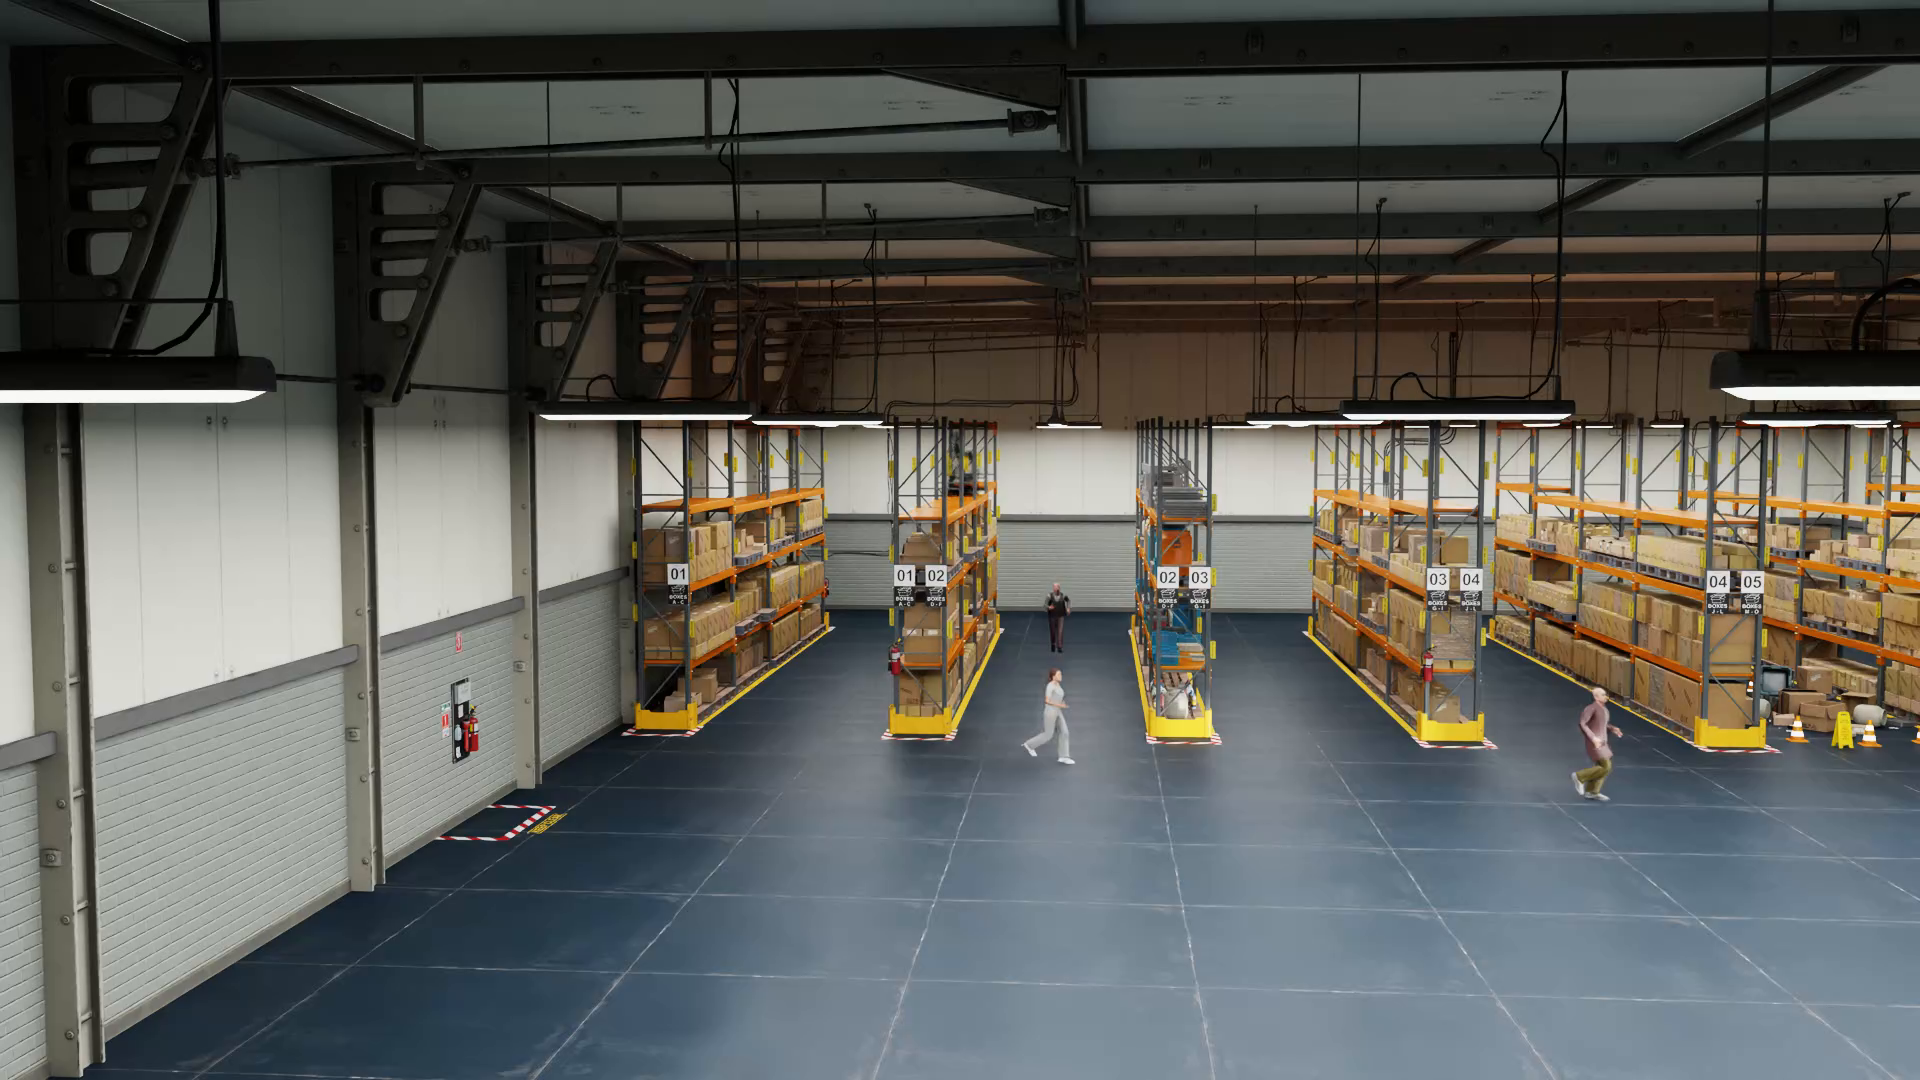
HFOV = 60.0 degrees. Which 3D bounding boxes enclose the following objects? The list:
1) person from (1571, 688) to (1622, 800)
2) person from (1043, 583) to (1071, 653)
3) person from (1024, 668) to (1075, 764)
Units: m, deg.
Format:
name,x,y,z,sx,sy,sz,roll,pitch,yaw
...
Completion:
name,x,y,z,sx,sy,sz,roll,pitch,yaw
person,9.922,3.166,25.875,0.673,1.747,0.700,3,5,39
person,2.378,1.922,40.681,0.673,1.741,0.989,0,4,2
person,1.552,3.017,28.695,0.926,1.656,0.536,2,4,27
